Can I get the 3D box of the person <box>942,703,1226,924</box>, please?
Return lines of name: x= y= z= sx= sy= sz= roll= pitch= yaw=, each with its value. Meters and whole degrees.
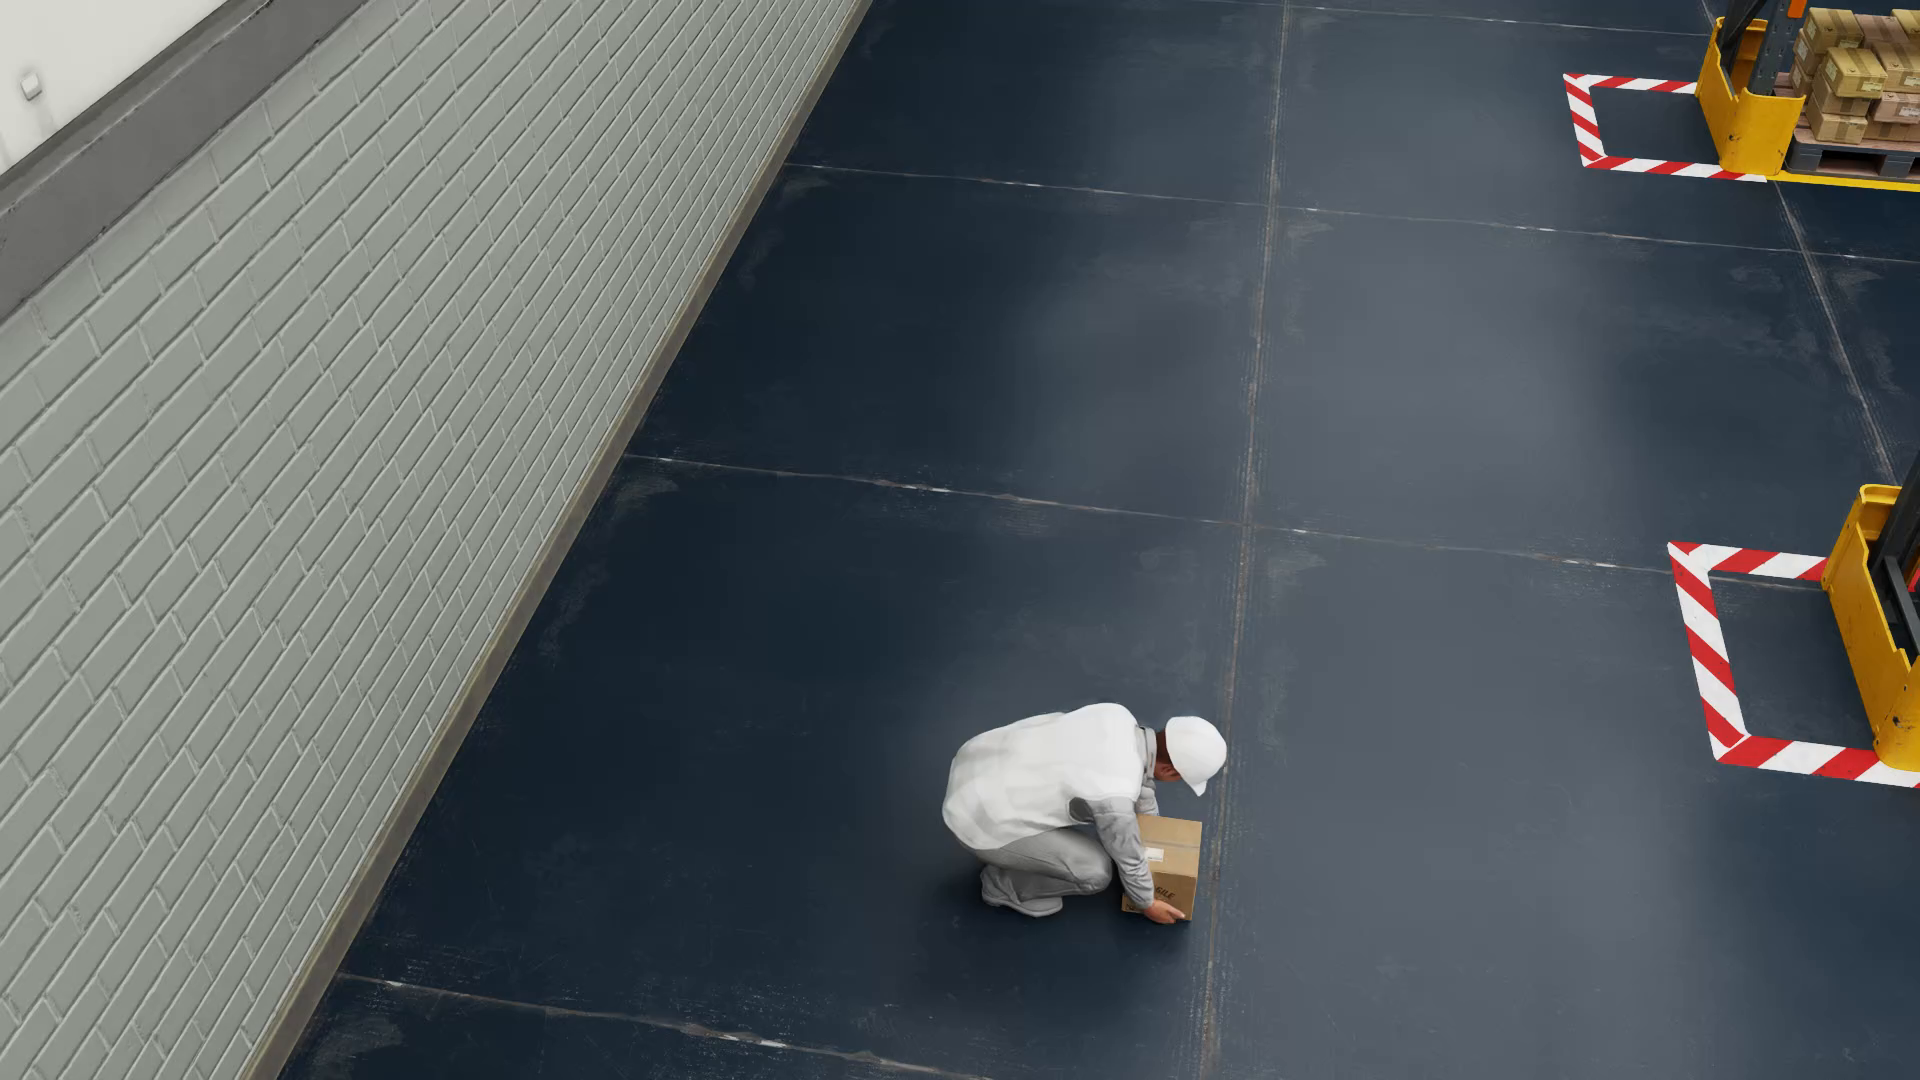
person: x=0.421 y=0.939 z=5.820 sx=0.945 sy=0.862 sz=0.528 roll=6 pitch=41 yaw=7
